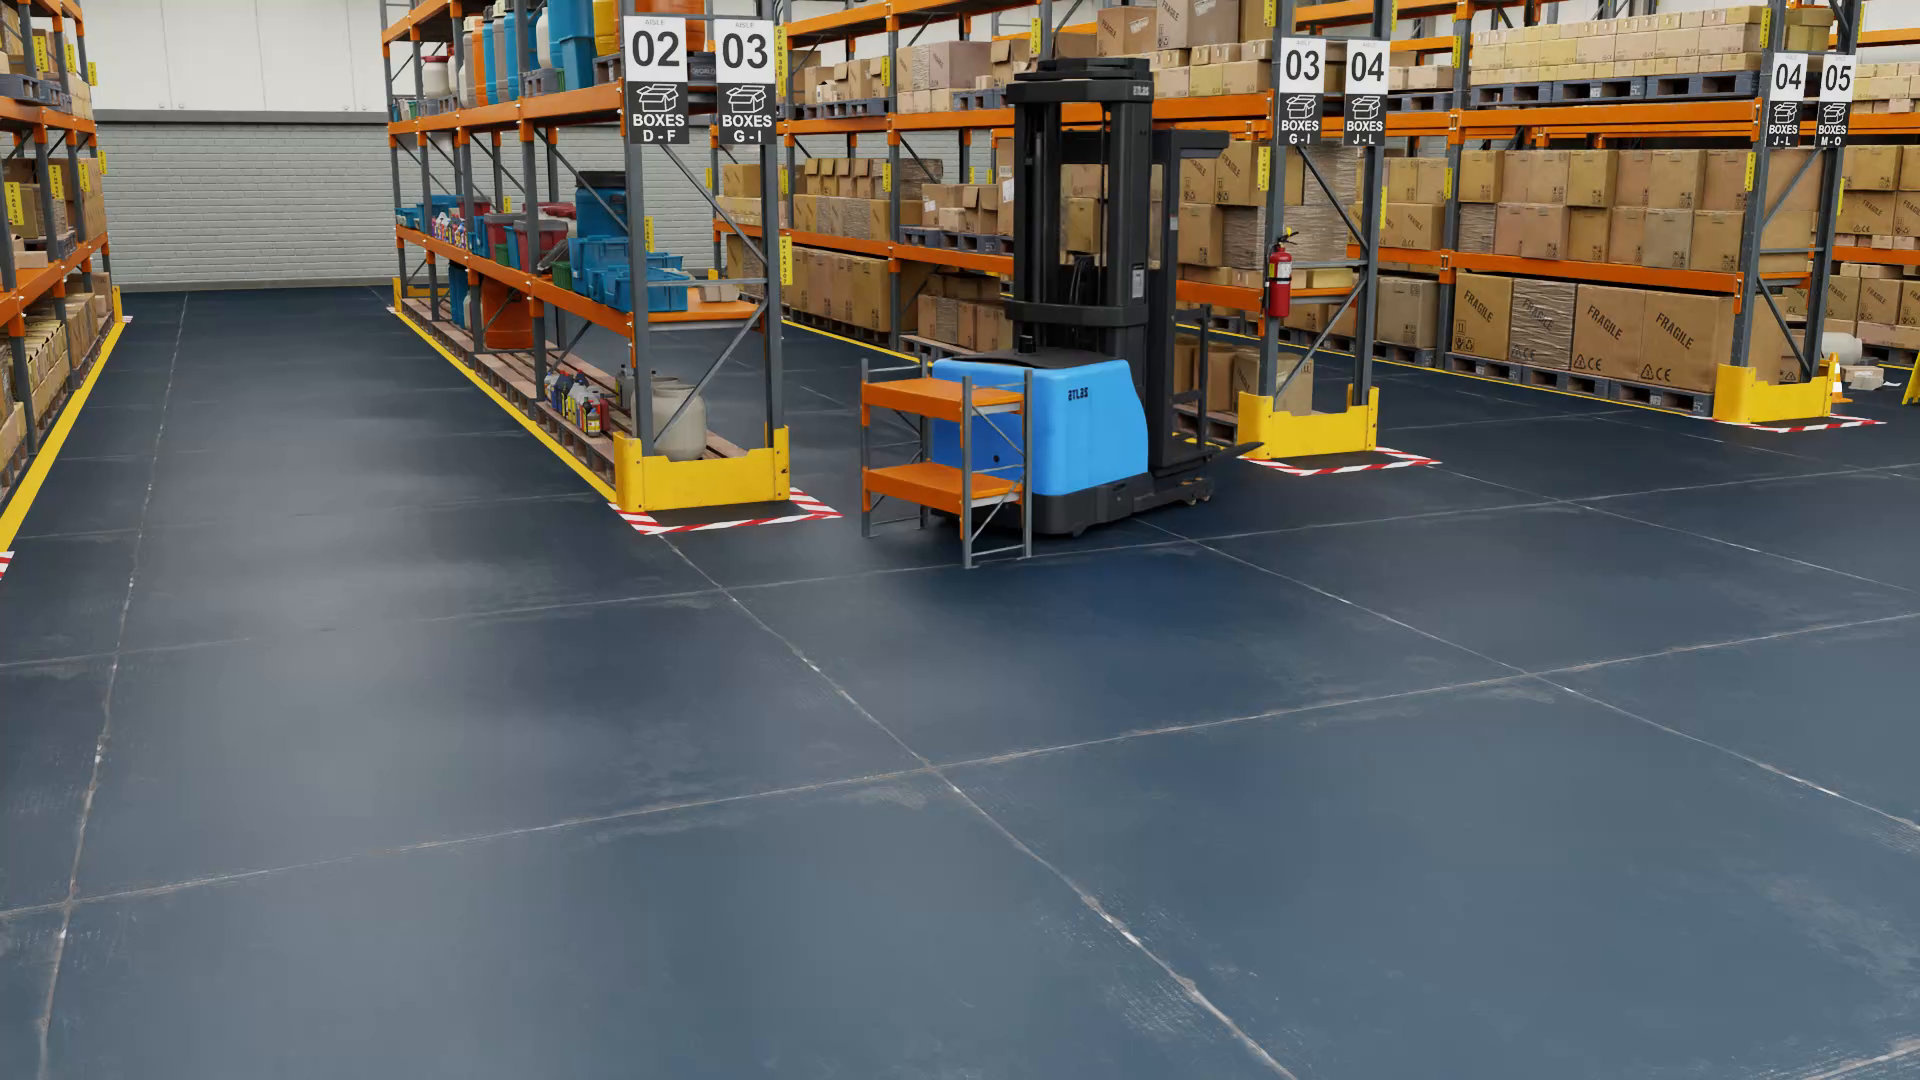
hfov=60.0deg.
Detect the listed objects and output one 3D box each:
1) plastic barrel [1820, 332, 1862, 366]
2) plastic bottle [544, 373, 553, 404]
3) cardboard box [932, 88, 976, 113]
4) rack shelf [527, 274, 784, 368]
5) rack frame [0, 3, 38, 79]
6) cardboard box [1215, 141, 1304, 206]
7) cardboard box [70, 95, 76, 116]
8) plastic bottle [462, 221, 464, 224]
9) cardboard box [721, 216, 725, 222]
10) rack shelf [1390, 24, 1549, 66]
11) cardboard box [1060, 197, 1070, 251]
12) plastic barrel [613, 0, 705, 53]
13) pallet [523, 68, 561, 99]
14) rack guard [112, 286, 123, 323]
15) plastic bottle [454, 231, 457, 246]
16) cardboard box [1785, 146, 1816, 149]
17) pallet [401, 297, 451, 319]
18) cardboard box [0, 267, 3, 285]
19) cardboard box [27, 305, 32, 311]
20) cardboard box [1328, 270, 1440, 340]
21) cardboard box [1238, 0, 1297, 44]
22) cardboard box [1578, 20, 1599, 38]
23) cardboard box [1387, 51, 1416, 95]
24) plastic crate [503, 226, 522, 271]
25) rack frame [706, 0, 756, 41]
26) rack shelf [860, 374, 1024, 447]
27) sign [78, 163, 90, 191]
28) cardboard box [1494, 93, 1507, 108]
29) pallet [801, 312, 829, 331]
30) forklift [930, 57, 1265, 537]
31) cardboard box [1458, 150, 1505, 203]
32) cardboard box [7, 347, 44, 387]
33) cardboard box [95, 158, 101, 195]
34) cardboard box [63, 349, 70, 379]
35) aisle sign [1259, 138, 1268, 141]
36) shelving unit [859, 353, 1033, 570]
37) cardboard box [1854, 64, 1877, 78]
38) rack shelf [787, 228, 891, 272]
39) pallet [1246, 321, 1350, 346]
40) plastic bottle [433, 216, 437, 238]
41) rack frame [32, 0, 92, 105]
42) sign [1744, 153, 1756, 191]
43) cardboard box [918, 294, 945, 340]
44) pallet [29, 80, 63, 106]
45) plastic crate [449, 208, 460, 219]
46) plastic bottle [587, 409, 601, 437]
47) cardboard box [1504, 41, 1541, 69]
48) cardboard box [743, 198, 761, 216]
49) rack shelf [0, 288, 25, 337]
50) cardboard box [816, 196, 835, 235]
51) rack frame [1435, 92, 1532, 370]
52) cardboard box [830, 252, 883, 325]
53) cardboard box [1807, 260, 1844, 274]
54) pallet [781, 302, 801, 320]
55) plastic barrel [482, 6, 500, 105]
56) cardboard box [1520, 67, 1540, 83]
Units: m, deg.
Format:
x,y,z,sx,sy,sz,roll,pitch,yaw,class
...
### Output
x,y,z,sx,sy,sz,roll,pitch,yaw,class
9.705,-2.095,18.483,0.512,0.421,0.421,4,14,16,plastic barrel
-3.576,-1.324,14.512,0.097,0.271,0.097,0,13,0,plastic bottle
0.009,-4.875,18.459,0.500,0.250,0.500,-5,14,-22,cardboard box
-2.500,-1.780,13.005,1.077,0.370,4.000,-6,14,-23,rack shelf
-9.444,-5.847,15.674,1.000,3.000,0.127,-6,14,-23,rack frame
2.392,-2.937,13.309,0.500,0.500,0.500,-6,14,-23,cardboard box
-11.014,-5.261,20.130,0.500,0.250,0.500,-6,14,-23,cardboard box
-5.975,-3.711,20.038,0.097,0.271,0.097,0,13,0,plastic bottle
-3.626,-5.192,26.709,0.380,0.149,0.250,-6,14,-24,cardboard box
7.913,-7.504,25.316,1.077,0.370,4.000,-6,14,-23,rack shelf
1.360,-3.086,16.172,0.875,0.500,0.500,-6,14,-23,cardboard box
-2.010,-3.682,11.089,0.600,0.830,0.708,-6,14,-23,plastic barrel
-2.923,-3.773,13.787,1.213,0.211,1.003,-6,14,-23,pallet
-12.618,-3.343,23.706,1.175,0.500,0.348,-6,14,-23,rack guard
-5.852,-3.533,19.422,0.097,0.201,0.097,0,13,0,plastic bottle
10.294,-4.457,19.875,0.700,0.500,0.500,-6,14,-24,cardboard box
-7.814,-3.491,24.985,1.003,0.211,1.213,-6,14,-23,pallet
-8.009,-2.177,13.679,0.380,0.149,0.250,-6,14,-23,cardboard box
-10.457,-2.307,18.254,0.500,0.500,0.500,-6,14,-25,cardboard box
5.108,-2.847,20.076,1.050,0.750,0.750,-6,14,-23,cardboard box
2.492,-4.395,14.063,0.500,0.500,0.500,-6,14,-23,cardboard box
6.266,-4.979,16.214,0.380,0.149,0.250,-6,14,-23,cardboard box
5.172,-5.674,20.208,0.500,0.500,0.500,-6,14,-23,cardboard box
-4.028,-2.736,15.575,0.392,0.384,0.575,-6,14,-23,plastic crate
-3.570,-8.393,26.678,1.000,3.000,0.127,-6,14,-23,rack frame
-0.096,-0.786,9.975,0.538,0.278,1.000,-10,16,-37,rack shelf
-10.539,-4.365,20.010,0.100,0.325,0.005,-6,14,-23,sign
8.144,-6.615,24.493,0.700,0.500,0.500,-6,15,-26,cardboard box
-1.590,-3.133,23.439,1.003,0.211,1.213,-6,14,-23,pallet
1.109,-1.724,11.317,1.130,2.935,3.031,10,16,37,forklift
5.938,-3.938,18.006,0.875,0.550,0.550,-6,14,-23,cardboard box
-7.975,-1.447,13.894,0.500,0.311,0.500,-6,14,-24,cardboard box
-12.015,-4.941,22.627,0.500,0.500,0.500,-5,14,-21,cardboard box
-9.010,-1.702,16.239,0.500,0.250,0.500,-5,14,-22,cardboard box
5.765,-7.675,31.114,0.394,0.787,0.004,-6,14,-23,aisle sign
-0.096,-0.501,10.041,0.538,1.125,1.048,-10,16,-37,shelving unit
10.453,-5.356,18.997,0.380,0.149,0.250,-6,14,-23,cardboard box
-1.167,-3.881,22.080,1.077,0.370,4.000,-6,14,-23,rack shelf
4.466,-2.717,21.640,1.003,0.211,1.213,-6,14,-23,pallet
-6.697,-3.998,21.251,0.061,0.283,0.133,-6,14,-23,plastic bottle
-12.649,-7.499,22.815,1.000,3.000,0.127,-6,14,-23,rack frame
6.921,-3.225,14.561,0.100,0.325,0.005,-6,14,-23,sign
-0.079,-2.678,19.855,0.700,0.500,0.500,-6,15,-26,cardboard box
-9.090,-4.161,15.463,1.213,0.211,1.003,-5,14,-20,pallet
-6.949,-4.500,23.292,0.437,0.282,0.530,-6,14,-23,plastic crate
-2.837,-0.908,12.873,0.097,0.201,0.097,0,13,0,plastic bottle
5.965,-4.975,17.079,0.500,0.250,0.500,-6,14,-23,cardboard box
-2.999,-5.101,25.429,0.500,0.250,0.500,-6,14,-24,cardboard box
-7.040,-1.334,11.075,1.077,0.370,4.000,-6,14,-23,rack shelf
-1.610,-4.368,22.369,0.500,0.500,0.500,-6,14,-24,cardboard box
5.822,-3.419,18.488,1.000,3.000,0.127,-6,14,-23,rack frame
-0.973,-3.317,21.828,1.225,0.875,0.875,-6,14,-23,cardboard box
10.301,-3.255,19.848,0.380,0.149,0.250,-5,14,-22,cardboard box
-2.201,-3.450,24.807,1.003,0.211,1.213,-6,14,-23,pallet
-4.228,-4.605,15.852,0.600,0.901,0.708,-6,14,-23,plastic barrel
5.960,-4.748,16.984,0.380,0.149,0.250,-6,14,-24,cardboard box
